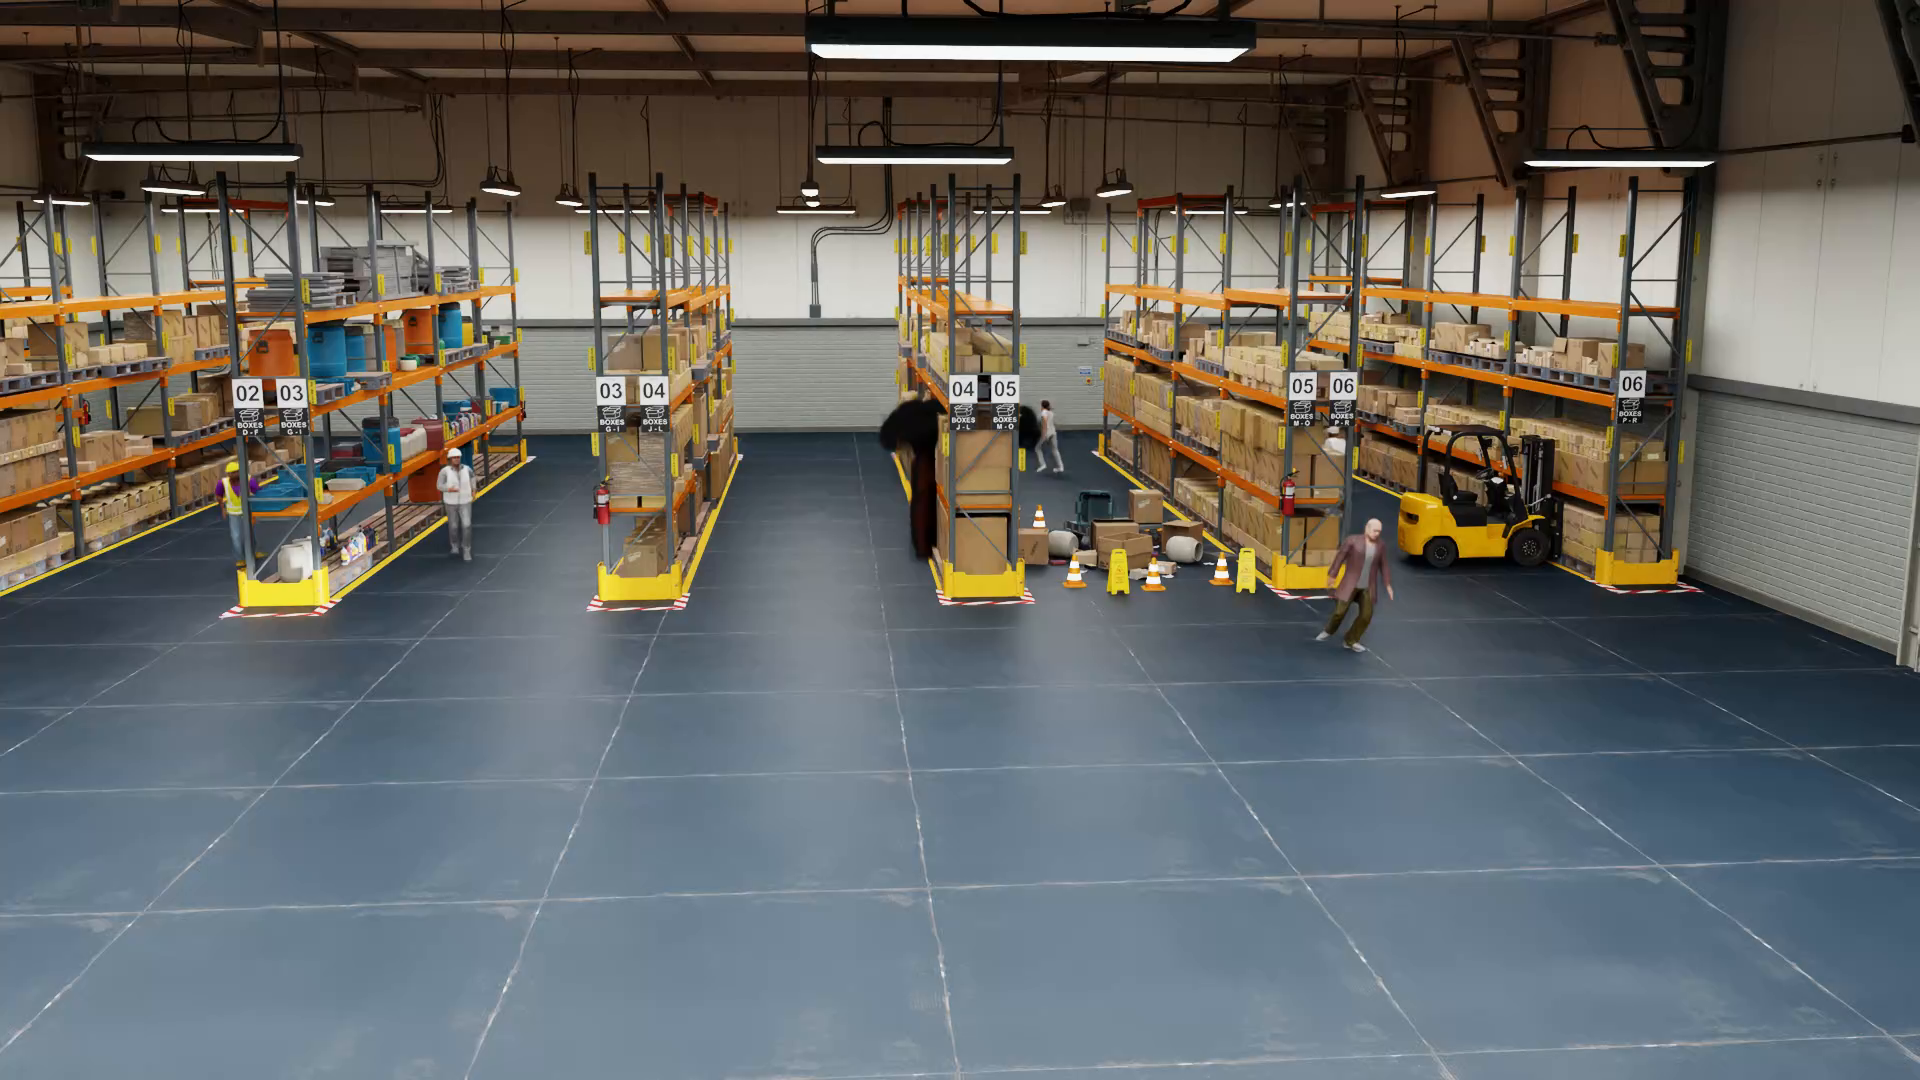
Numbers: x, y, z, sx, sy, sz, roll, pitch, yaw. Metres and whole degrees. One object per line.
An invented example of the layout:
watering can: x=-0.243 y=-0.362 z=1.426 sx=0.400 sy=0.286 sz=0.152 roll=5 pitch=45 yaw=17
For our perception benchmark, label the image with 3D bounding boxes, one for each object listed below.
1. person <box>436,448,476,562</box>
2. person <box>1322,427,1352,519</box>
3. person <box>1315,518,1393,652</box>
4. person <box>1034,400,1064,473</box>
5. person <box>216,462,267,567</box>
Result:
person: x=-8.117 y=-0.570 z=26.863 sx=0.641 sy=1.848 sz=0.784 roll=-4 pitch=11 yaw=-20
person: x=6.930 y=-1.244 z=30.742 sx=0.703 sy=1.747 sz=1.001 roll=-2 pitch=10 yaw=-13
person: x=4.922 y=0.536 z=20.732 sx=0.865 sy=1.697 sz=0.652 roll=-1 pitch=10 yaw=-7
person: x=1.965 y=-2.292 z=37.042 sx=0.560 sy=1.631 sz=0.955 roll=-7 pitch=12 yaw=-36
person: x=-11.386 y=-0.432 z=26.370 sx=0.718 sy=1.678 sz=0.899 roll=-6 pitch=12 yaw=-30
